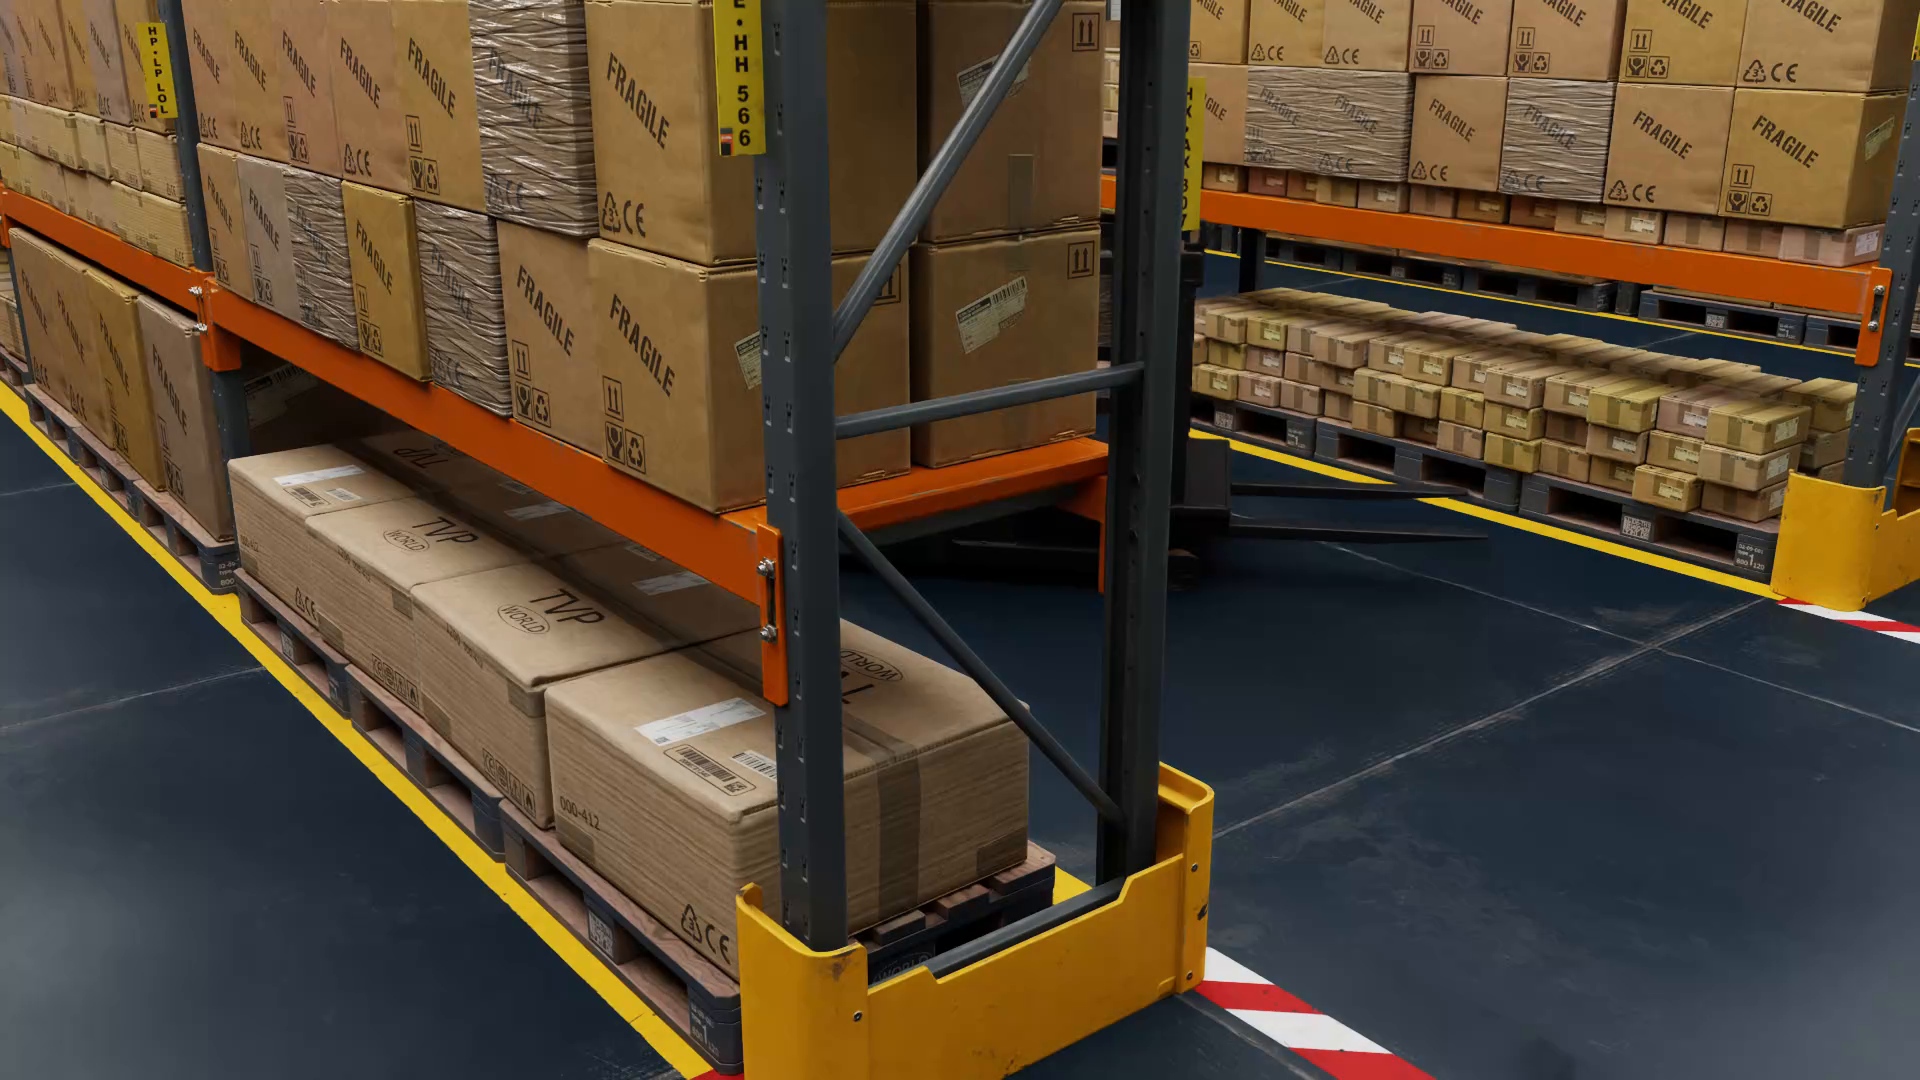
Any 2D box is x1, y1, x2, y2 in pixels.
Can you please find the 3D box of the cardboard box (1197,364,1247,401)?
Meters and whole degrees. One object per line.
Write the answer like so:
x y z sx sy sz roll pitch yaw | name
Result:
1.525 -0.885 9.130 0.380 0.149 0.250 -13 22 -35 | cardboard box

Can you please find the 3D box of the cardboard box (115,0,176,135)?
-2.907 -1.849 6.425 0.500 0.500 0.500 -13 22 -34 | cardboard box

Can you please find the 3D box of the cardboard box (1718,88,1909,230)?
3.388 -1.520 6.550 0.500 0.500 0.500 -13 23 -35 | cardboard box

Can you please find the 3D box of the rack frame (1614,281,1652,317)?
5.336 -3.200 12.254 1.000 3.000 0.127 -14 23 -36 | rack frame

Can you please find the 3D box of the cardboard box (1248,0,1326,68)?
1.808 -2.637 8.330 0.500 0.500 0.500 -15 23 -38 | cardboard box

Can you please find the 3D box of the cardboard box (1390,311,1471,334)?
2.501 -1.105 8.849 0.380 0.149 0.250 -15 24 -39 | cardboard box

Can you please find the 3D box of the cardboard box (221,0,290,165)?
-2.018 -1.498 5.364 0.500 0.500 0.500 -14 23 -37 | cardboard box

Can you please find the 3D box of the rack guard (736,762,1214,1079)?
0.066 0.912 3.812 1.175 0.500 0.348 -14 23 -36 | rack guard

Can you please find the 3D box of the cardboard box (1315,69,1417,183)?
2.093 -2.023 8.066 0.500 0.500 0.500 -15 23 -37 | cardboard box

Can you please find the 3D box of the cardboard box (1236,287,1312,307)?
1.810 -1.348 9.583 0.380 0.149 0.250 -13 22 -35 | cardboard box

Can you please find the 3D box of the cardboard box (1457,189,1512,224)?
2.537 -1.574 7.743 0.380 0.149 0.250 -13 23 -35 | cardboard box

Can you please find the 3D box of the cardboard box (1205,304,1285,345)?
1.561 -1.180 9.076 0.380 0.149 0.250 -13 22 -33 | cardboard box

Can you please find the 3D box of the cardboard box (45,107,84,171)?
-3.870 -1.864 7.664 0.500 0.250 0.500 -13 23 -35 | cardboard box

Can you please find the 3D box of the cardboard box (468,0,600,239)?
-0.782 -0.998 3.854 0.500 0.500 0.500 -14 23 -36 | cardboard box

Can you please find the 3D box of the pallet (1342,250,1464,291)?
4.036 -2.352 14.131 1.003 0.211 1.213 -14 23 -36 | pallet

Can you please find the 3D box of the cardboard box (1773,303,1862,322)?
6.242 -1.991 11.314 0.875 0.875 0.875 -14 23 -36 | cardboard box

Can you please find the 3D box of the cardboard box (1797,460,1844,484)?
3.794 -0.309 7.390 0.380 0.149 0.250 -13 23 -35 | cardboard box

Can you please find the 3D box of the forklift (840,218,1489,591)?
0.681 -1.365 6.821 3.031 2.935 1.130 3 19 8 | forklift

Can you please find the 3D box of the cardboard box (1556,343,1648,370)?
3.105 -0.842 8.053 0.380 0.149 0.250 -13 22 -34 | cardboard box

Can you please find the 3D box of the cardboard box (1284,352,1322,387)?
1.932 -0.927 8.785 0.380 0.149 0.250 -15 24 -39 | cardboard box

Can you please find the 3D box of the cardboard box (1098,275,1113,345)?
0.728 -1.403 10.135 0.500 0.500 0.500 -15 23 -37 | cardboard box

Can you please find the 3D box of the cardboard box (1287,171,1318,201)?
1.894 -1.831 8.520 0.380 0.149 0.250 -15 24 -38 | cardboard box

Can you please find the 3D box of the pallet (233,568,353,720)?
-2.022 0.261 6.240 1.003 0.211 1.213 -14 23 -36 | pallet

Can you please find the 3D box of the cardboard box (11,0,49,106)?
-4.177 -2.353 7.948 0.500 0.500 0.500 -13 22 -35 | cardboard box

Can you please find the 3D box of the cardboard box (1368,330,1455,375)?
2.265 -0.938 8.345 0.380 0.149 0.250 -15 24 -38 | cardboard box

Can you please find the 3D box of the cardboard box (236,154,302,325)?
-2.037 -1.022 5.517 0.500 0.500 0.500 -14 23 -36 | cardboard box

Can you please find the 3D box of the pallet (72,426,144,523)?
-3.732 -0.418 8.290 1.003 0.211 1.213 -14 23 -36 | pallet

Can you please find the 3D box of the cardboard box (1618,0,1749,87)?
3.075 -2.124 6.781 0.500 0.500 0.500 -15 23 -38 | cardboard box

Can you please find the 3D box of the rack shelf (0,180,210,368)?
-3.674 -1.417 8.015 1.077 0.370 4.000 -14 23 -36 | rack shelf

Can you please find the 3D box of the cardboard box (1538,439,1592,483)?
2.879 -0.390 7.635 0.380 0.149 0.250 -14 23 -36 | cardboard box

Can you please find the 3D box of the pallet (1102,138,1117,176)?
1.025 -2.382 10.091 1.003 0.211 1.213 -14 23 -36 | pallet

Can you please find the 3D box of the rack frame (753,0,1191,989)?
0.051 -0.280 3.437 1.000 3.000 0.127 -14 23 -36 | rack frame

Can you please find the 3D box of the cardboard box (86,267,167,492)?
-3.447 -0.815 7.763 0.875 0.875 0.875 -13 22 -35 | cardboard box

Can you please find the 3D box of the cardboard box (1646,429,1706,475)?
3.197 -0.408 7.216 0.380 0.149 0.250 -15 23 -37 | cardboard box

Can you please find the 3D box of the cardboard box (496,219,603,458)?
-0.756 -0.521 4.006 0.500 0.500 0.500 -15 23 -37 | cardboard box

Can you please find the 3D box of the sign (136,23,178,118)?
-2.852 -1.670 5.917 0.100 0.325 0.005 -14 23 -36 | sign

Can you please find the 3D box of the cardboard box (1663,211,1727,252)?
3.152 -1.305 6.930 0.380 0.149 0.250 -14 23 -37 | cardboard box

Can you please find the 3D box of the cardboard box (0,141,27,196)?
-4.809 -2.011 8.901 0.500 0.250 0.500 -14 23 -37 | cardboard box

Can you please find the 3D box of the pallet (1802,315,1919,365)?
6.509 -1.373 11.172 1.003 0.211 1.213 -14 23 -36 | pallet

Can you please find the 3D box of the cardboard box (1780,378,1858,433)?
3.810 -0.595 7.308 0.380 0.149 0.250 -15 24 -39 | cardboard box

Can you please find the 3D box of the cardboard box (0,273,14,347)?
-5.723 -1.525 10.708 0.950 0.372 0.625 -15 23 -37 | cardboard box

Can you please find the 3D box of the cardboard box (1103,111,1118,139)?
0.984 -2.396 9.558 0.380 0.149 0.250 -15 23 -37 | cardboard box

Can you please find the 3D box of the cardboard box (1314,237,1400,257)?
3.812 -2.981 14.305 1.225 0.875 0.875 -14 23 -36 | cardboard box

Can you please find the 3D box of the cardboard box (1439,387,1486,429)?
2.517 -0.652 7.954 0.380 0.149 0.250 -13 22 -33 | cardboard box

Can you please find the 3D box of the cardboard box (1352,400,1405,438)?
2.197 -0.639 8.386 0.380 0.149 0.250 -15 23 -38 | cardboard box

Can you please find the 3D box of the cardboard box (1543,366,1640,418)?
2.859 -0.669 7.531 0.380 0.149 0.250 -15 24 -38 | cardboard box

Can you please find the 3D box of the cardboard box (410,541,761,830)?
-1.012 0.370 4.882 0.875 0.438 0.875 -13 22 -35 | cardboard box

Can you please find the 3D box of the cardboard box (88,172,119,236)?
-3.522 -1.510 7.388 0.500 0.250 0.500 -15 23 -38 | cardboard box
